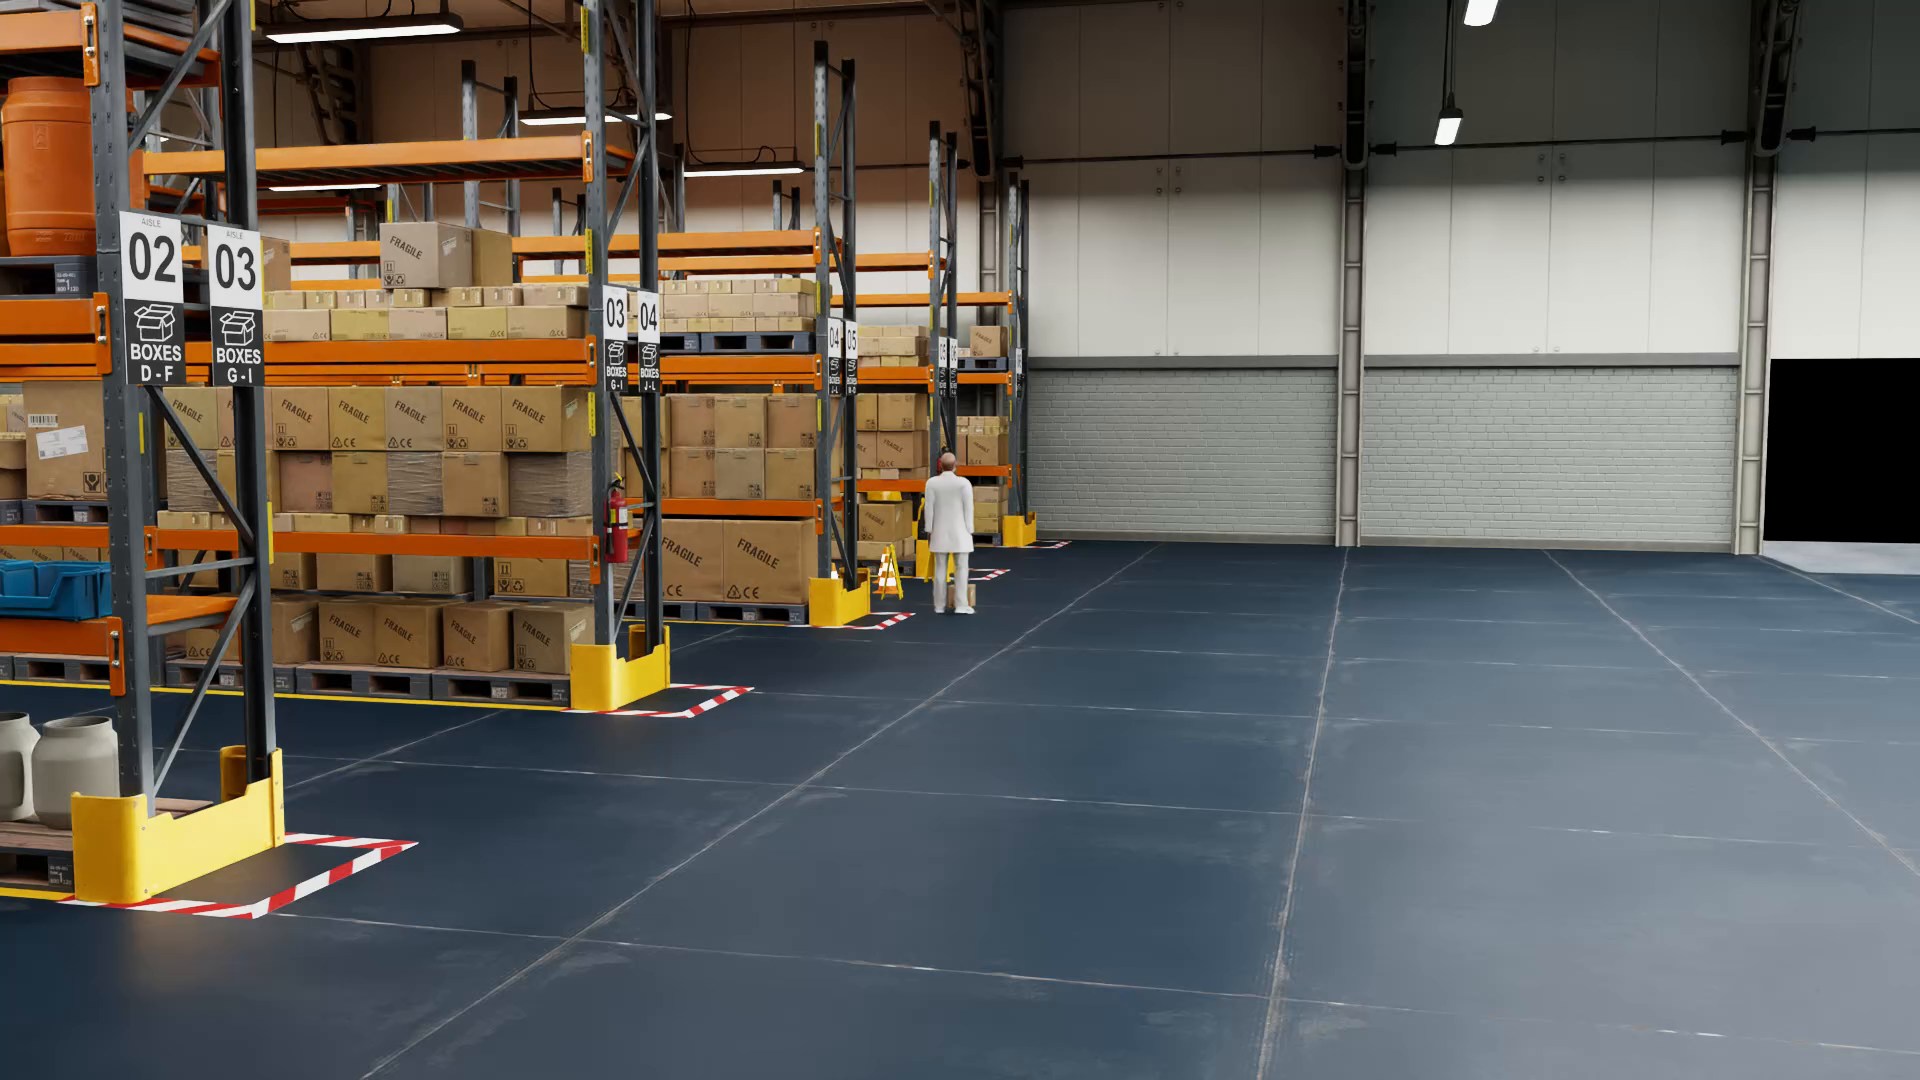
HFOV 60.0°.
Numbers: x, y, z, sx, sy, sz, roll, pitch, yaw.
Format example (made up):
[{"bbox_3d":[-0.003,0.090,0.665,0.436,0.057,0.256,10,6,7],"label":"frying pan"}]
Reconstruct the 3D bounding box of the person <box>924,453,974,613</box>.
[{"bbox_3d":[-0.120,-0.069,18.419,0.565,1.795,0.395,1,5,14],"label":"person"}]
